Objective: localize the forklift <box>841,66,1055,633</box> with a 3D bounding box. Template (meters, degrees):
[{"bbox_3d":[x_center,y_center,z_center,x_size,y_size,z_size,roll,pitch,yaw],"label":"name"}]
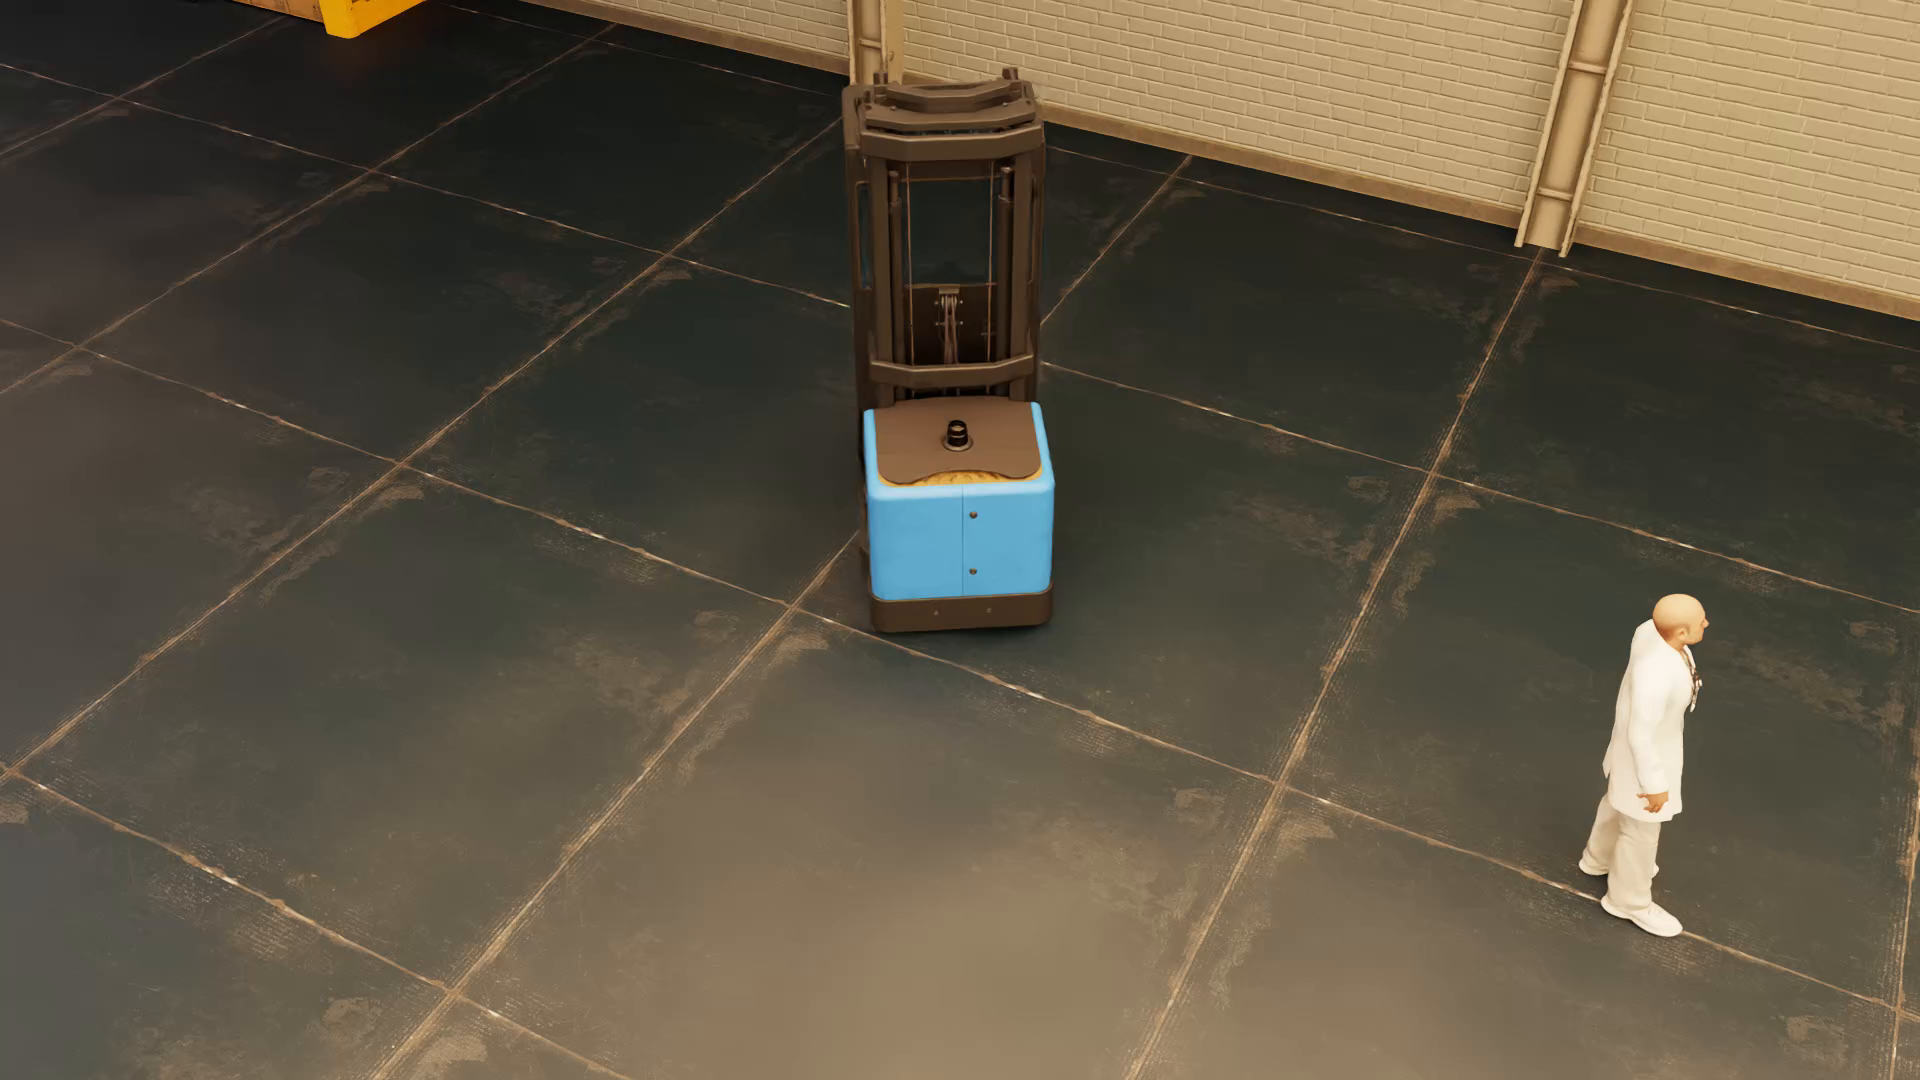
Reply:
[{"bbox_3d":[-0.101,-1.529,9.802,1.130,2.935,3.031,-3,40,-3],"label":"forklift"}]

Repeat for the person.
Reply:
[{"bbox_3d":[3.271,0.991,7.694,0.581,1.776,0.694,12,42,14],"label":"person"}]
